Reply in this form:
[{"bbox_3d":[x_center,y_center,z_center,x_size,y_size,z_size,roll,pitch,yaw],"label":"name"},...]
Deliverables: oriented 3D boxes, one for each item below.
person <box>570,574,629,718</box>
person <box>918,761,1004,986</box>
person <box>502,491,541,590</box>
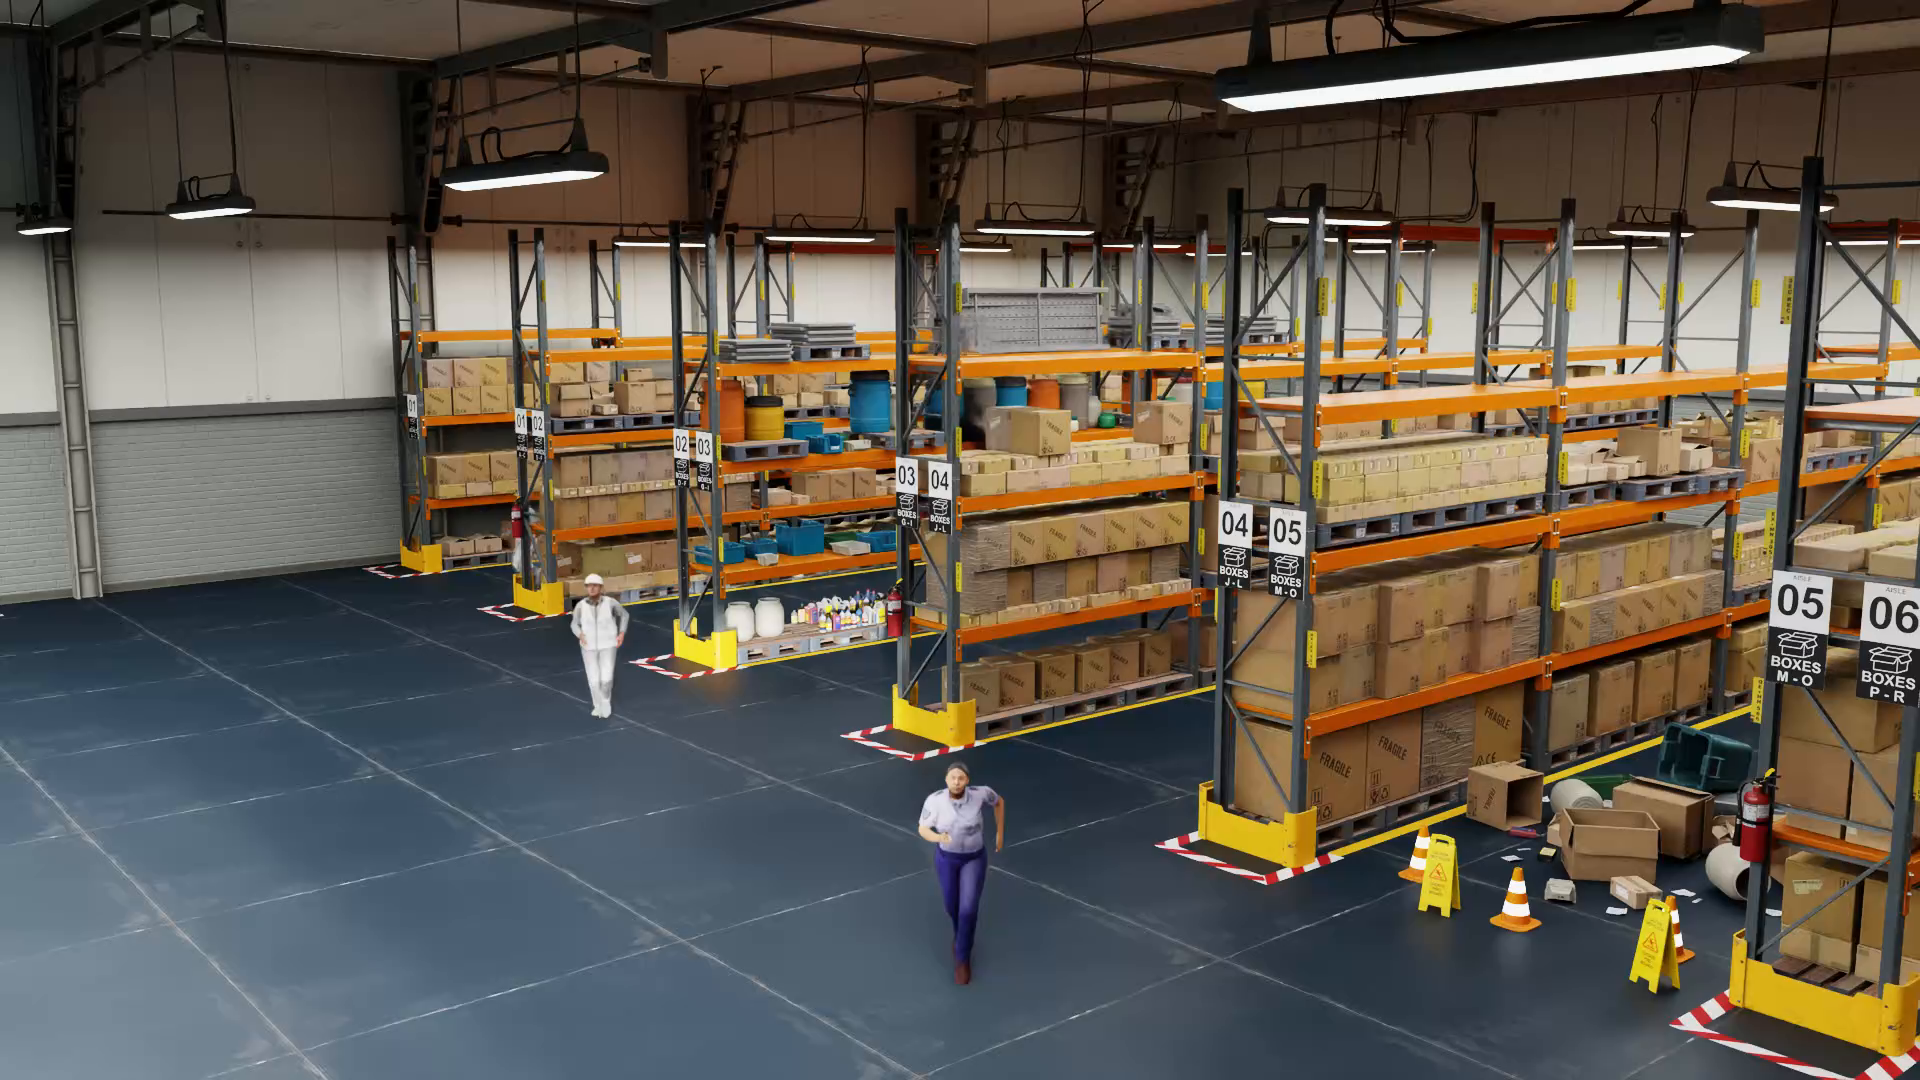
[{"bbox_3d":[-4.304,1.269,19.826,0.669,1.734,0.618,-1,9,-3],"label":"person"},{"bbox_3d":[0.010,2.456,12.567,0.626,1.684,0.827,1,9,5],"label":"person"},{"bbox_3d":[-7.323,0.039,27.885,0.614,1.744,0.660,-8,12,-42],"label":"person"}]
